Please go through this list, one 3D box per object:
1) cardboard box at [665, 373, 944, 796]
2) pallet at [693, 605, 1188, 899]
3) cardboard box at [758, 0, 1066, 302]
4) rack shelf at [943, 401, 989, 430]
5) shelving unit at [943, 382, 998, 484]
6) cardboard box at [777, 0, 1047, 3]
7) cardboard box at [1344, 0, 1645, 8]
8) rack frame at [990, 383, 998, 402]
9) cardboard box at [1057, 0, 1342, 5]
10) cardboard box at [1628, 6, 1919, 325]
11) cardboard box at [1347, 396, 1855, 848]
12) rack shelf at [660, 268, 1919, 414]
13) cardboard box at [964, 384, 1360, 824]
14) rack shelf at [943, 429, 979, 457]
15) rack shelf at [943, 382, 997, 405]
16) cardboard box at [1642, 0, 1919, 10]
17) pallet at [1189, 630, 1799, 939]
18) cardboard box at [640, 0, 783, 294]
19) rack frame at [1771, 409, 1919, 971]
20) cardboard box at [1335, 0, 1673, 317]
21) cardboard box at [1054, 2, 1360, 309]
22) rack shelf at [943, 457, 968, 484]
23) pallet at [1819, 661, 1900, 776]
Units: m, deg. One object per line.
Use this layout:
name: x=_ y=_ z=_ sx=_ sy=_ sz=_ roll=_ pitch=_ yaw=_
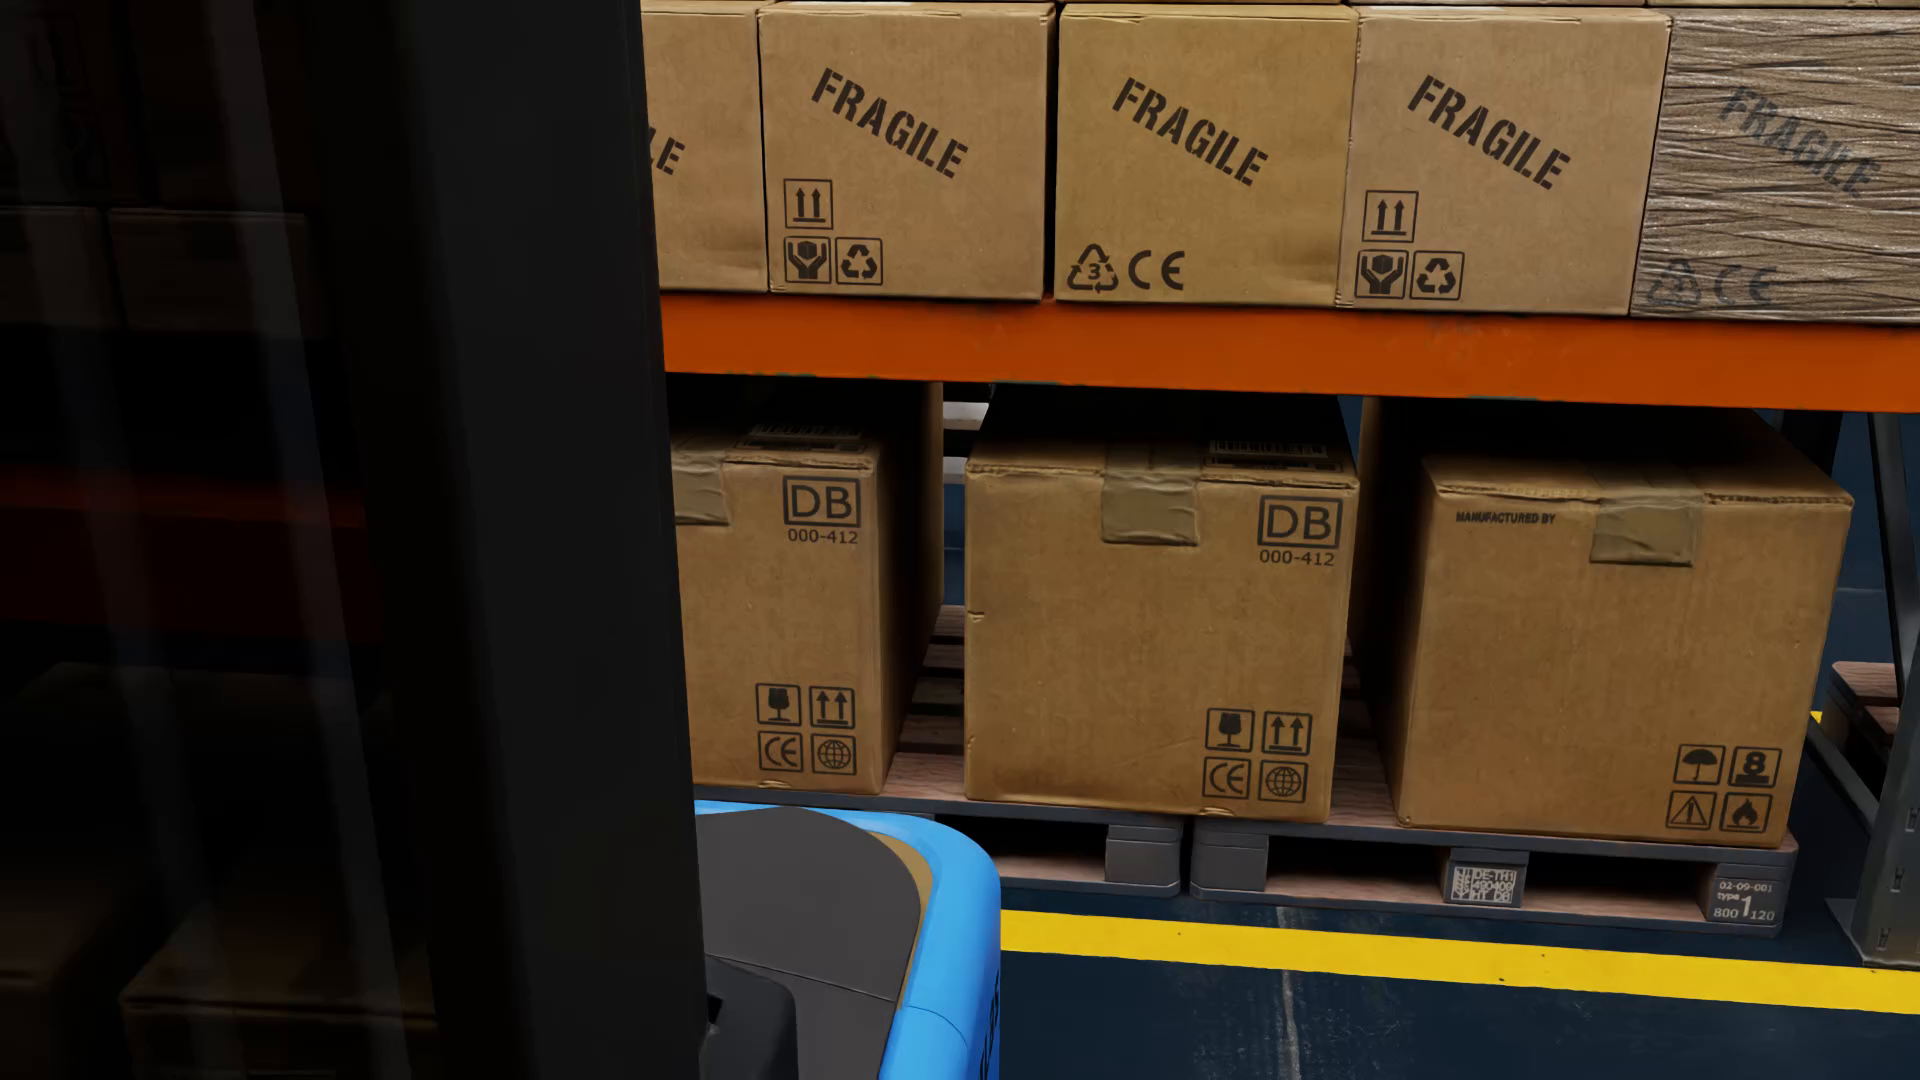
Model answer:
cardboard box: x=-0.476 y=-0.013 z=3.881 sx=0.750 sy=0.750 sz=1.050 roll=2 pitch=22 yaw=6
pallet: x=-0.070 y=0.454 z=4.005 sx=1.213 sy=0.211 sz=1.003 roll=2 pitch=22 yaw=6
cardboard box: x=-0.068 y=-0.760 z=3.147 sx=0.500 sy=0.500 sz=0.500 roll=3 pitch=22 yaw=7
rack shelf: x=0.008 y=-0.387 z=5.286 sx=0.200 sy=0.077 sz=0.258 roll=2 pitch=22 yaw=6
shelving unit: x=0.008 y=-0.418 z=5.273 sx=0.210 sy=0.900 sz=0.258 roll=2 pitch=22 yaw=6
cardboard box: x=-0.053 y=-1.327 z=3.221 sx=0.500 sy=0.500 sz=0.700 roll=2 pitch=22 yaw=6
cardboard box: x=0.965 y=-1.284 z=3.111 sx=0.500 sy=0.500 sz=0.700 roll=2 pitch=22 yaw=6
rack frame: x=0.109 y=-0.414 z=5.262 sx=0.006 sy=0.900 sz=0.240 roll=2 pitch=22 yaw=6
cardboard box: x=0.455 y=-1.305 z=3.165 sx=0.500 sy=0.500 sz=0.700 roll=2 pitch=22 yaw=5
cardboard box: x=1.433 y=-0.696 z=2.984 sx=0.500 sy=0.500 sz=0.500 roll=2 pitch=22 yaw=6
cardboard box: x=1.318 y=0.064 z=3.687 sx=0.750 sy=0.750 sz=1.050 roll=2 pitch=22 yaw=6
rack shelf: x=-0.074 y=-0.480 z=3.552 sx=4.000 sy=0.370 sz=1.077 roll=2 pitch=22 yaw=6
cardboard box: x=0.449 y=0.027 z=3.780 sx=0.750 sy=0.750 sz=1.050 roll=3 pitch=22 yaw=7
rack shelf: x=0.008 y=-0.303 z=5.319 sx=0.200 sy=0.077 sz=0.258 roll=2 pitch=22 yaw=6
rack shelf: x=0.008 y=-0.471 z=5.253 sx=0.200 sy=0.077 sz=0.258 roll=2 pitch=22 yaw=6
cardboard box: x=1.467 y=-1.262 z=3.057 sx=0.500 sy=0.500 sz=0.700 roll=2 pitch=22 yaw=6
pallet: x=1.138 y=0.507 z=3.870 sx=1.213 sy=0.211 sz=1.003 roll=2 pitch=22 yaw=6
cardboard box: x=-0.572 y=-0.782 z=3.203 sx=0.500 sy=0.500 sz=0.500 roll=2 pitch=22 yaw=6
rack frame: x=1.912 y=-0.728 z=3.201 sx=0.127 sy=3.000 sz=1.000 roll=2 pitch=22 yaw=6
cardboard box: x=0.938 y=-0.718 z=3.040 sx=0.500 sy=0.500 sz=0.500 roll=2 pitch=22 yaw=6
cardboard box: x=0.441 y=-0.740 z=3.095 sx=0.500 sy=0.500 sz=0.500 roll=2 pitch=22 yaw=5
rack shelf: x=0.008 y=-0.220 z=5.352 sx=0.200 sy=0.077 sz=0.258 roll=2 pitch=22 yaw=6
pallet: x=2.688 y=0.603 z=3.627 sx=1.213 sy=0.211 sz=1.003 roll=2 pitch=22 yaw=6
